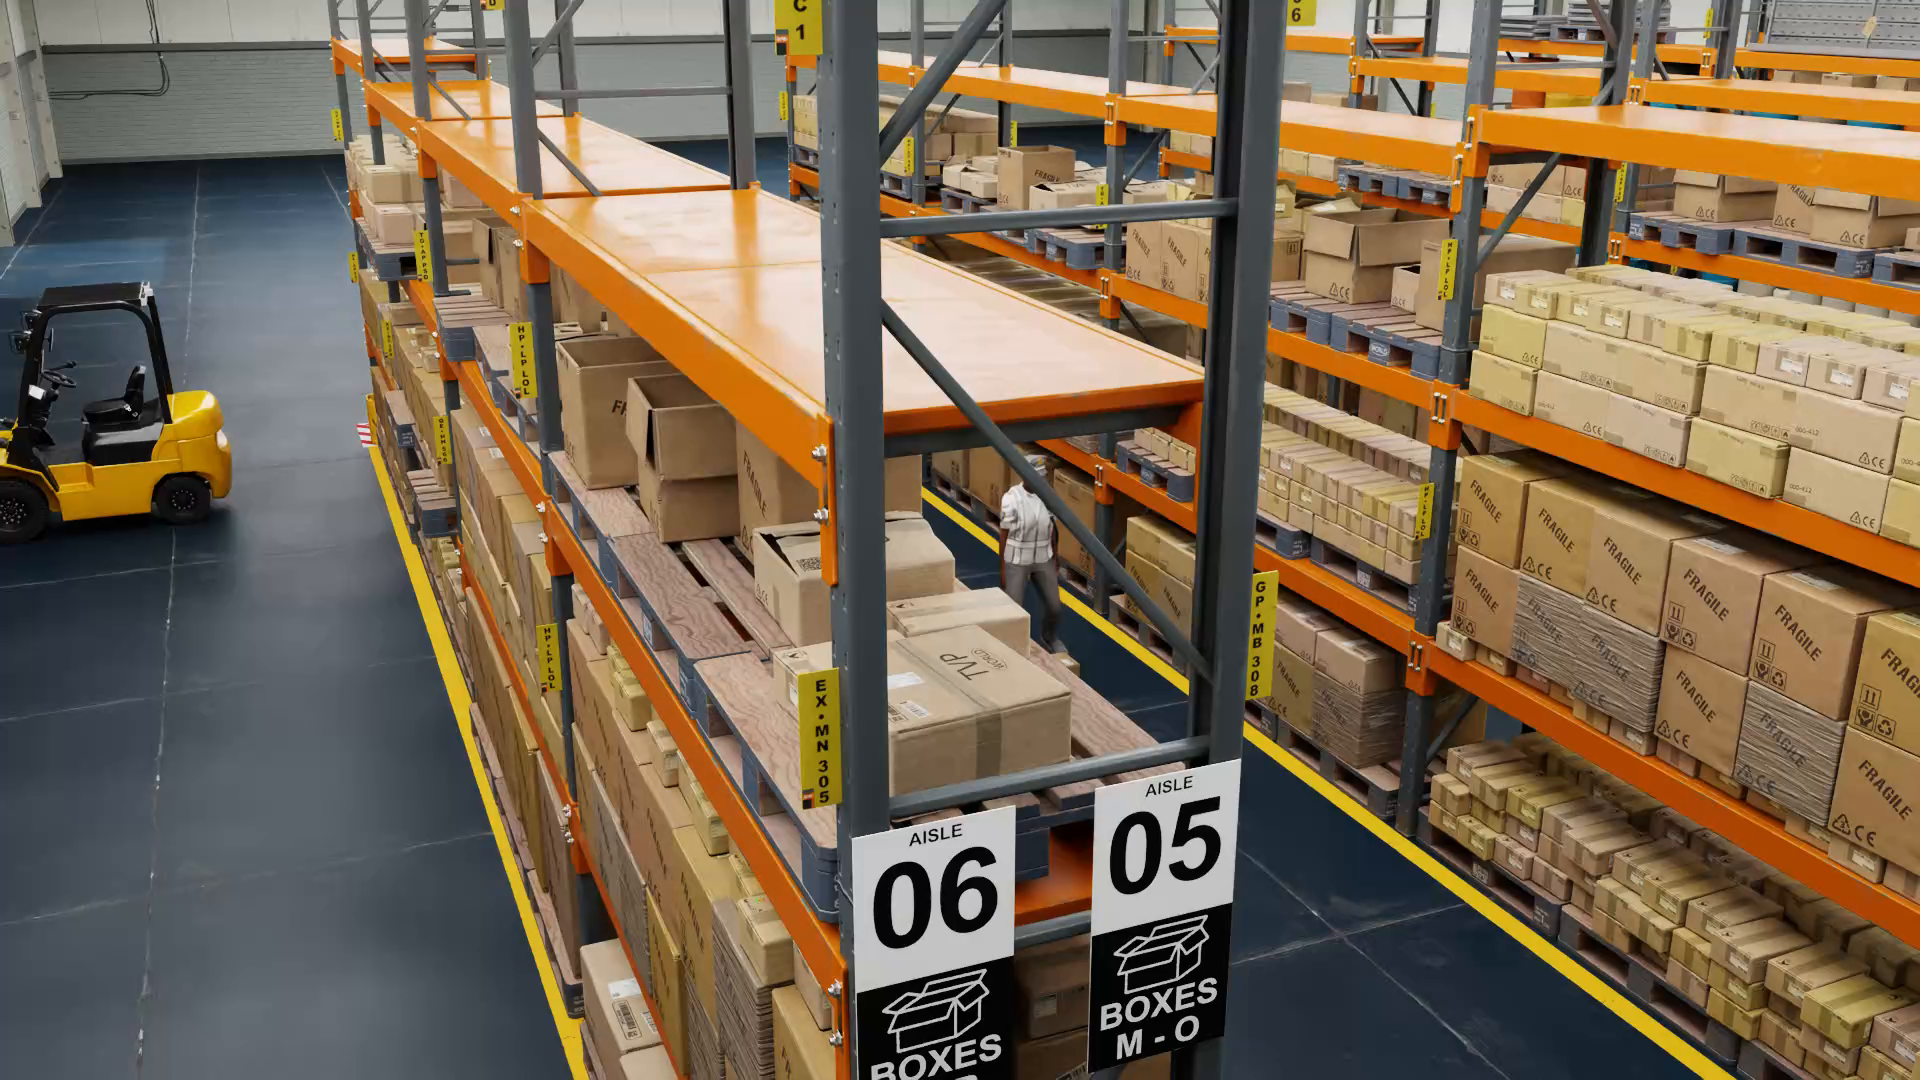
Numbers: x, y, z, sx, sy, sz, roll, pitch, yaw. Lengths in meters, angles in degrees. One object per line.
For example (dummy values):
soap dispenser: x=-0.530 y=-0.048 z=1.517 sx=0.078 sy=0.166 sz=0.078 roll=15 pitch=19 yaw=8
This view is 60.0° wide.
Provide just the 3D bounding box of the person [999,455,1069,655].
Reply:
person: x=0.549 y=0.153 z=12.319 sx=0.647 sy=1.670 sz=0.519 roll=-8 pitch=20 yaw=-21
